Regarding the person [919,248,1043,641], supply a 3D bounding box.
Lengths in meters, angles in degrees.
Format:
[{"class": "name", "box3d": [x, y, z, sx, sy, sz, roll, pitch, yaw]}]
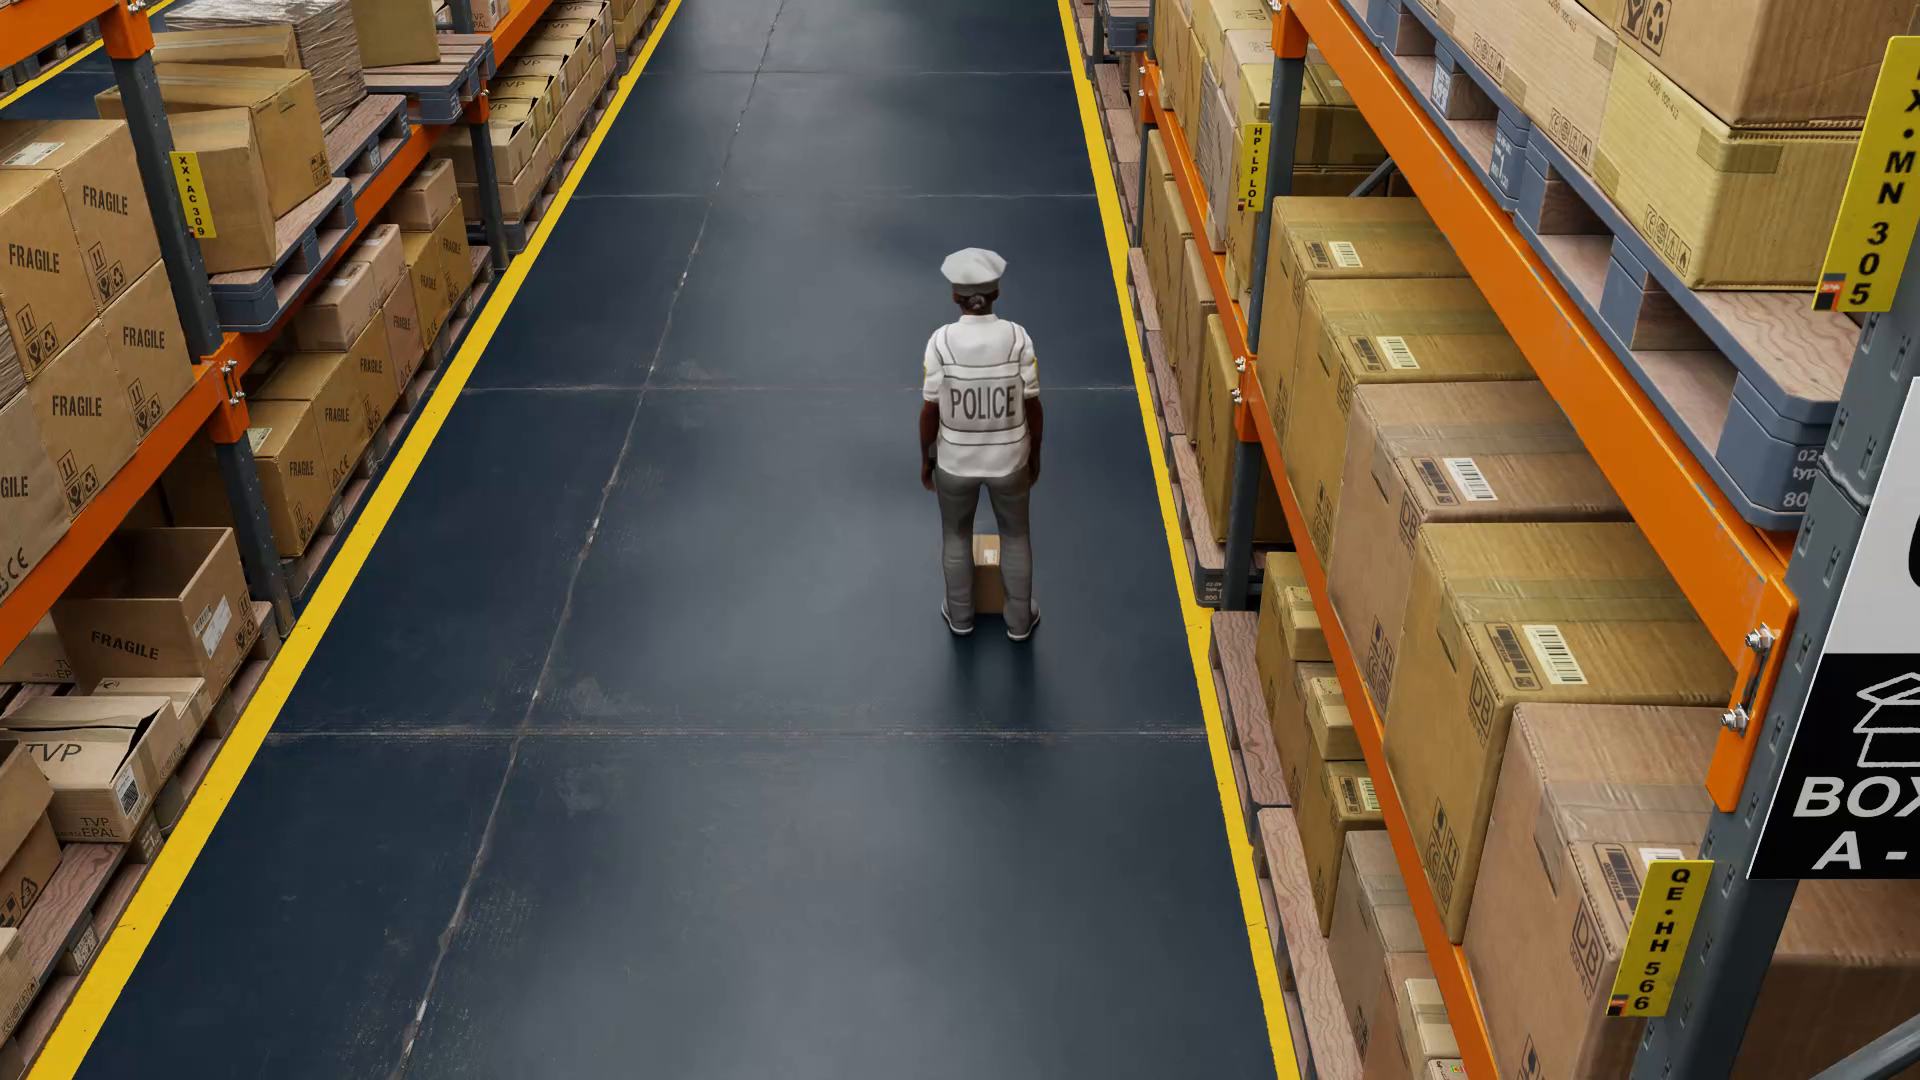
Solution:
[{"class": "person", "box3d": [0.093, -0.334, 6.679, 0.517, 1.656, 0.427, -2, 32, -2]}]
